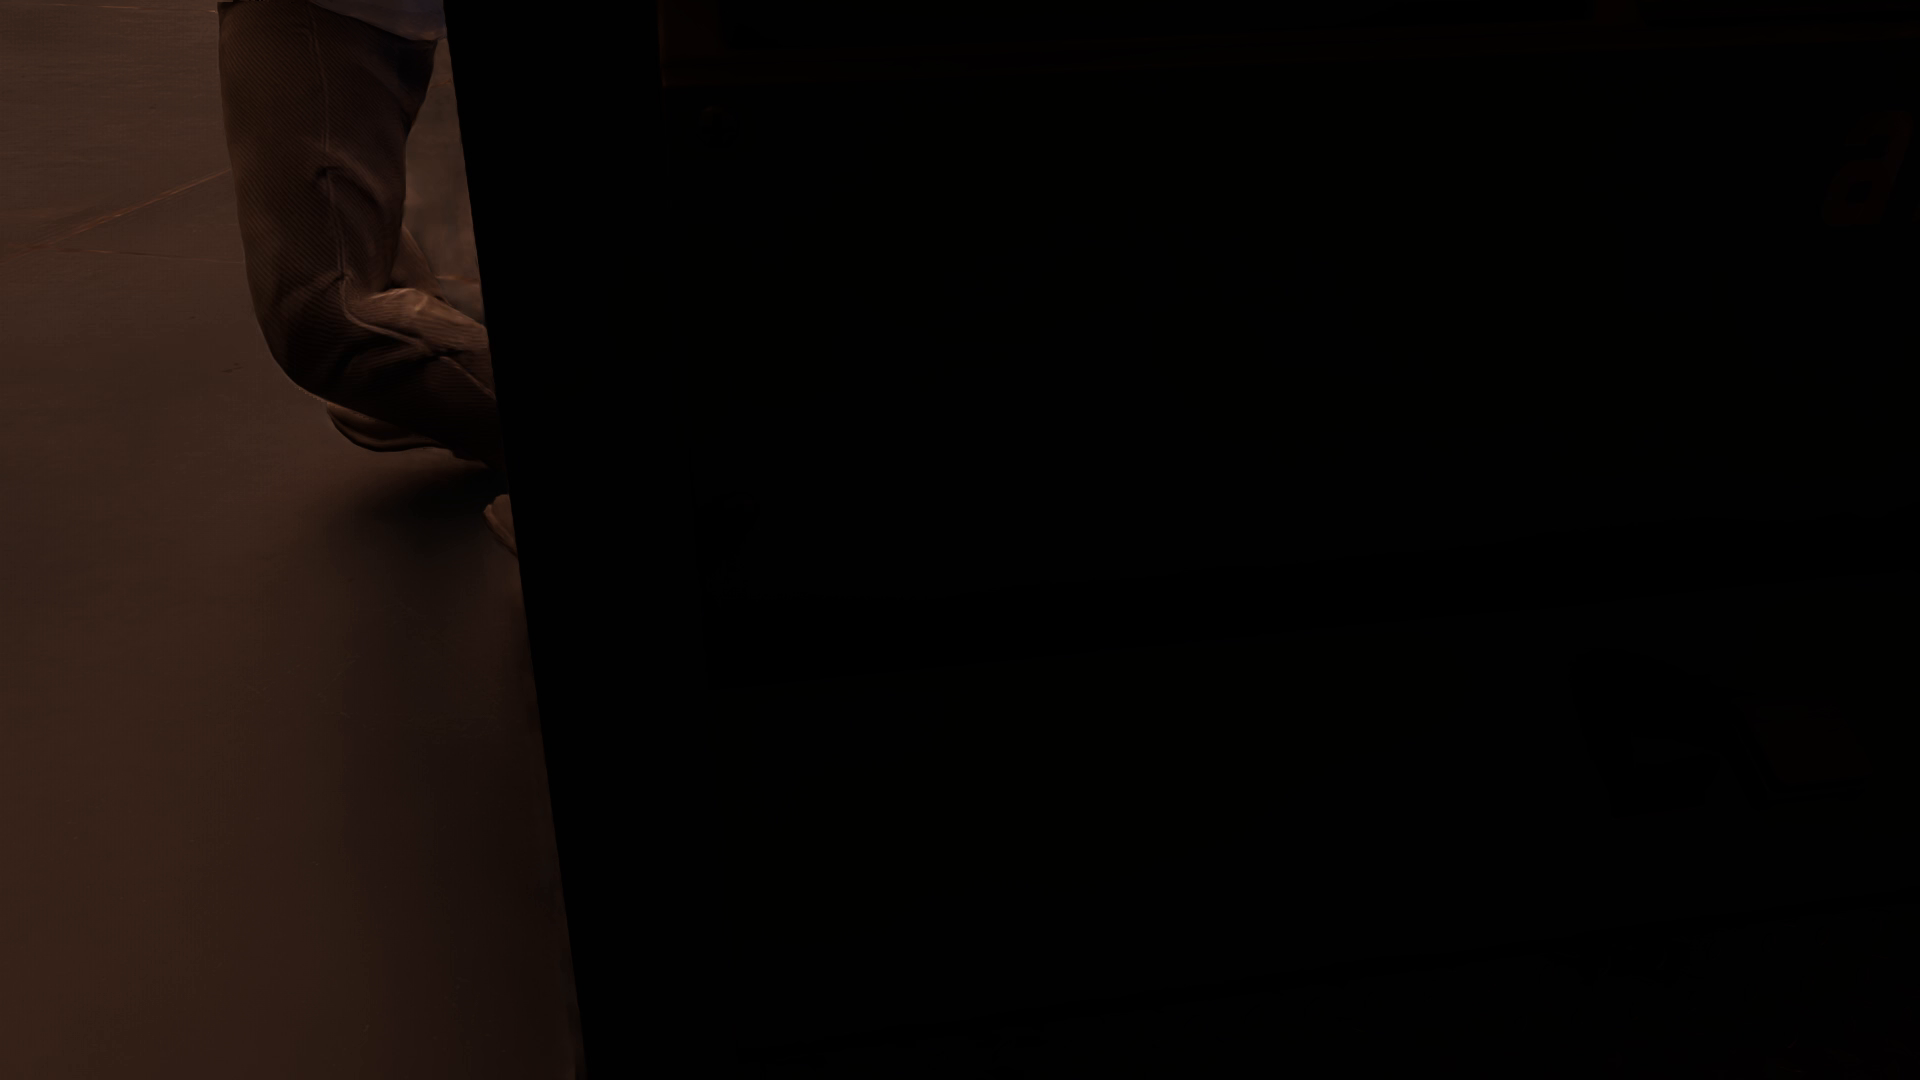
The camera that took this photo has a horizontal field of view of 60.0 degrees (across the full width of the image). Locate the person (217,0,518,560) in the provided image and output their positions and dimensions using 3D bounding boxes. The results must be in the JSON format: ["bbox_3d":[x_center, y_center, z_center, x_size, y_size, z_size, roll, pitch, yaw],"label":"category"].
[{"bbox_3d":[-0.810,-0.786,2.330,0.737,1.511,1.017,-5,27,-9],"label":"person"}]

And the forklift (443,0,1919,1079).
[{"bbox_3d":[0.357,-0.608,0.452,1.130,2.935,3.031,-5,27,-10],"label":"forklift"}]
